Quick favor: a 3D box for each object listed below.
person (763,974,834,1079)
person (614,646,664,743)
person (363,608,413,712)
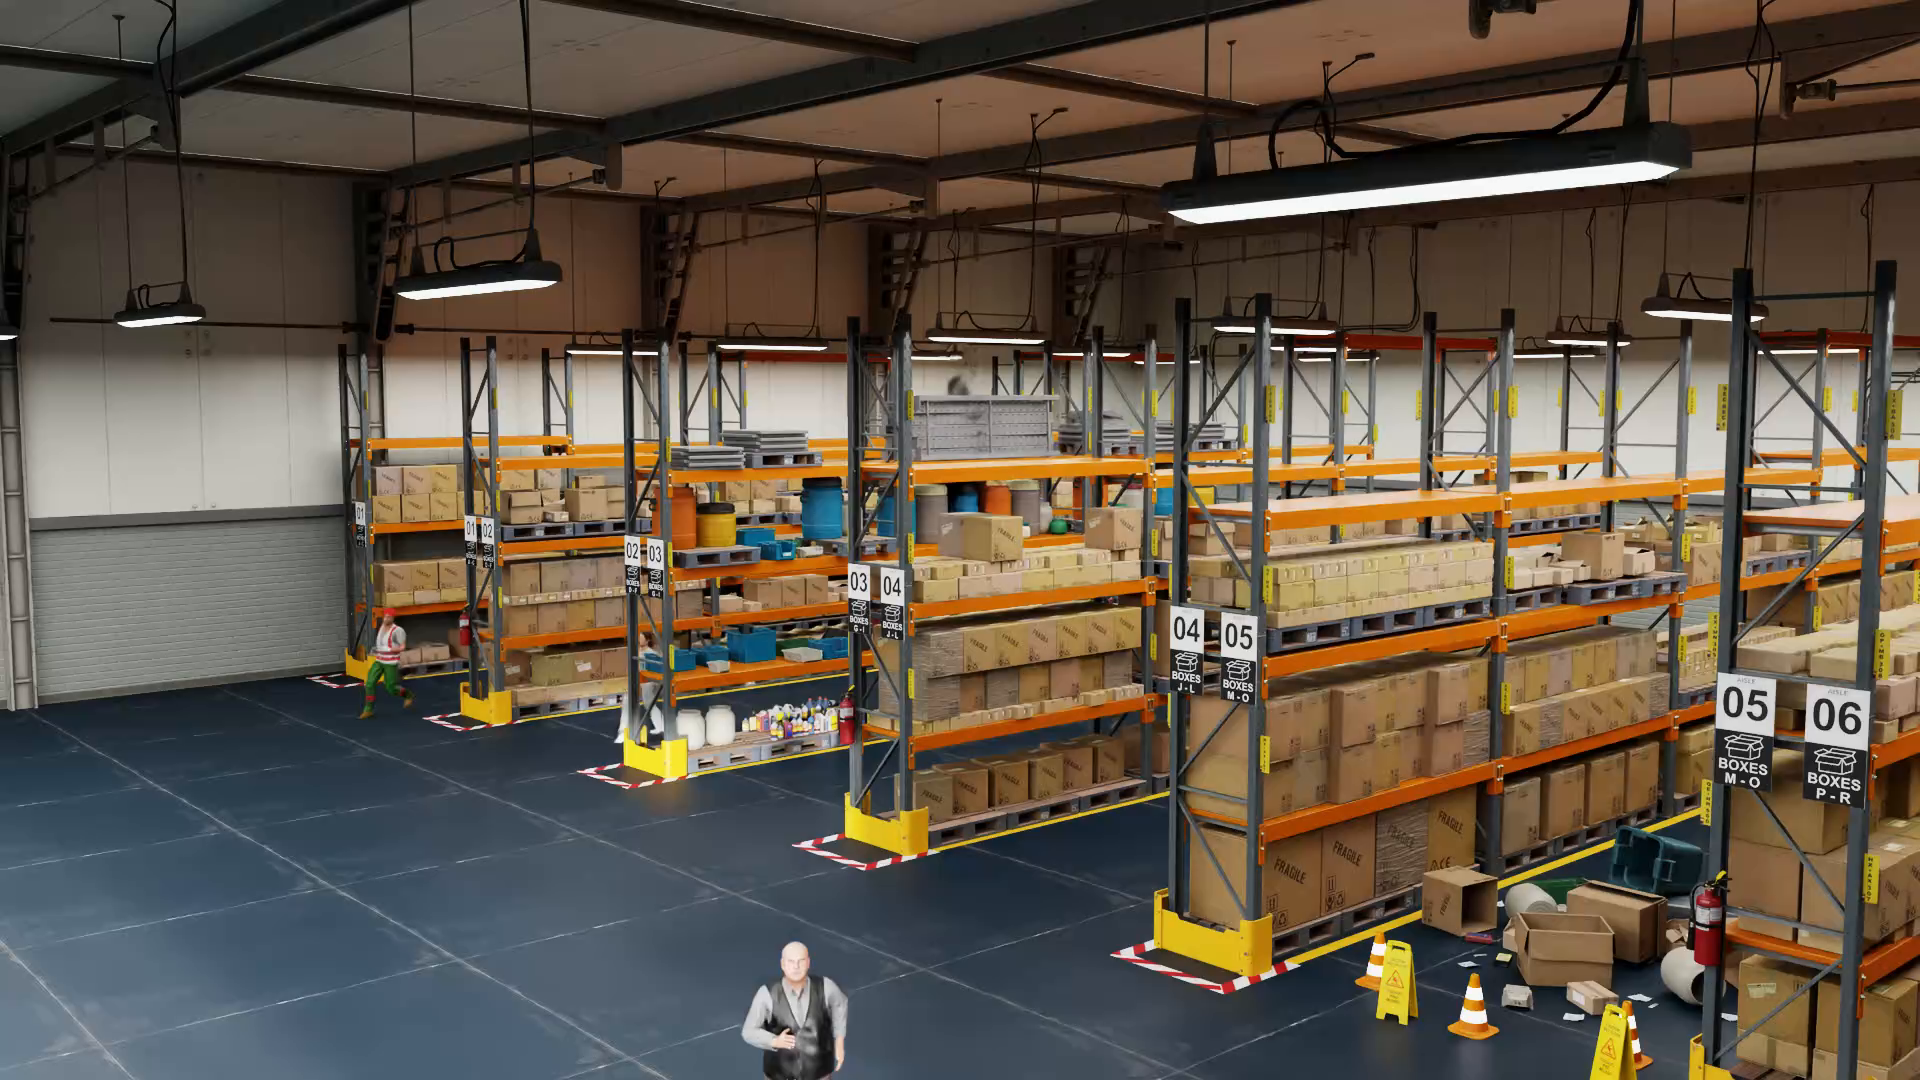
[{"bbox_3d":[-1.016,3.412,10.443,0.445,1.410,0.747,-1,5,-8],"label":"person"},{"bbox_3d":[-4.621,2.273,24.545,0.835,1.451,0.575,-5,7,-45],"label":"person"},{"bbox_3d":[-9.042,1.895,26.434,0.689,1.664,0.739,3,6,27],"label":"person"}]
